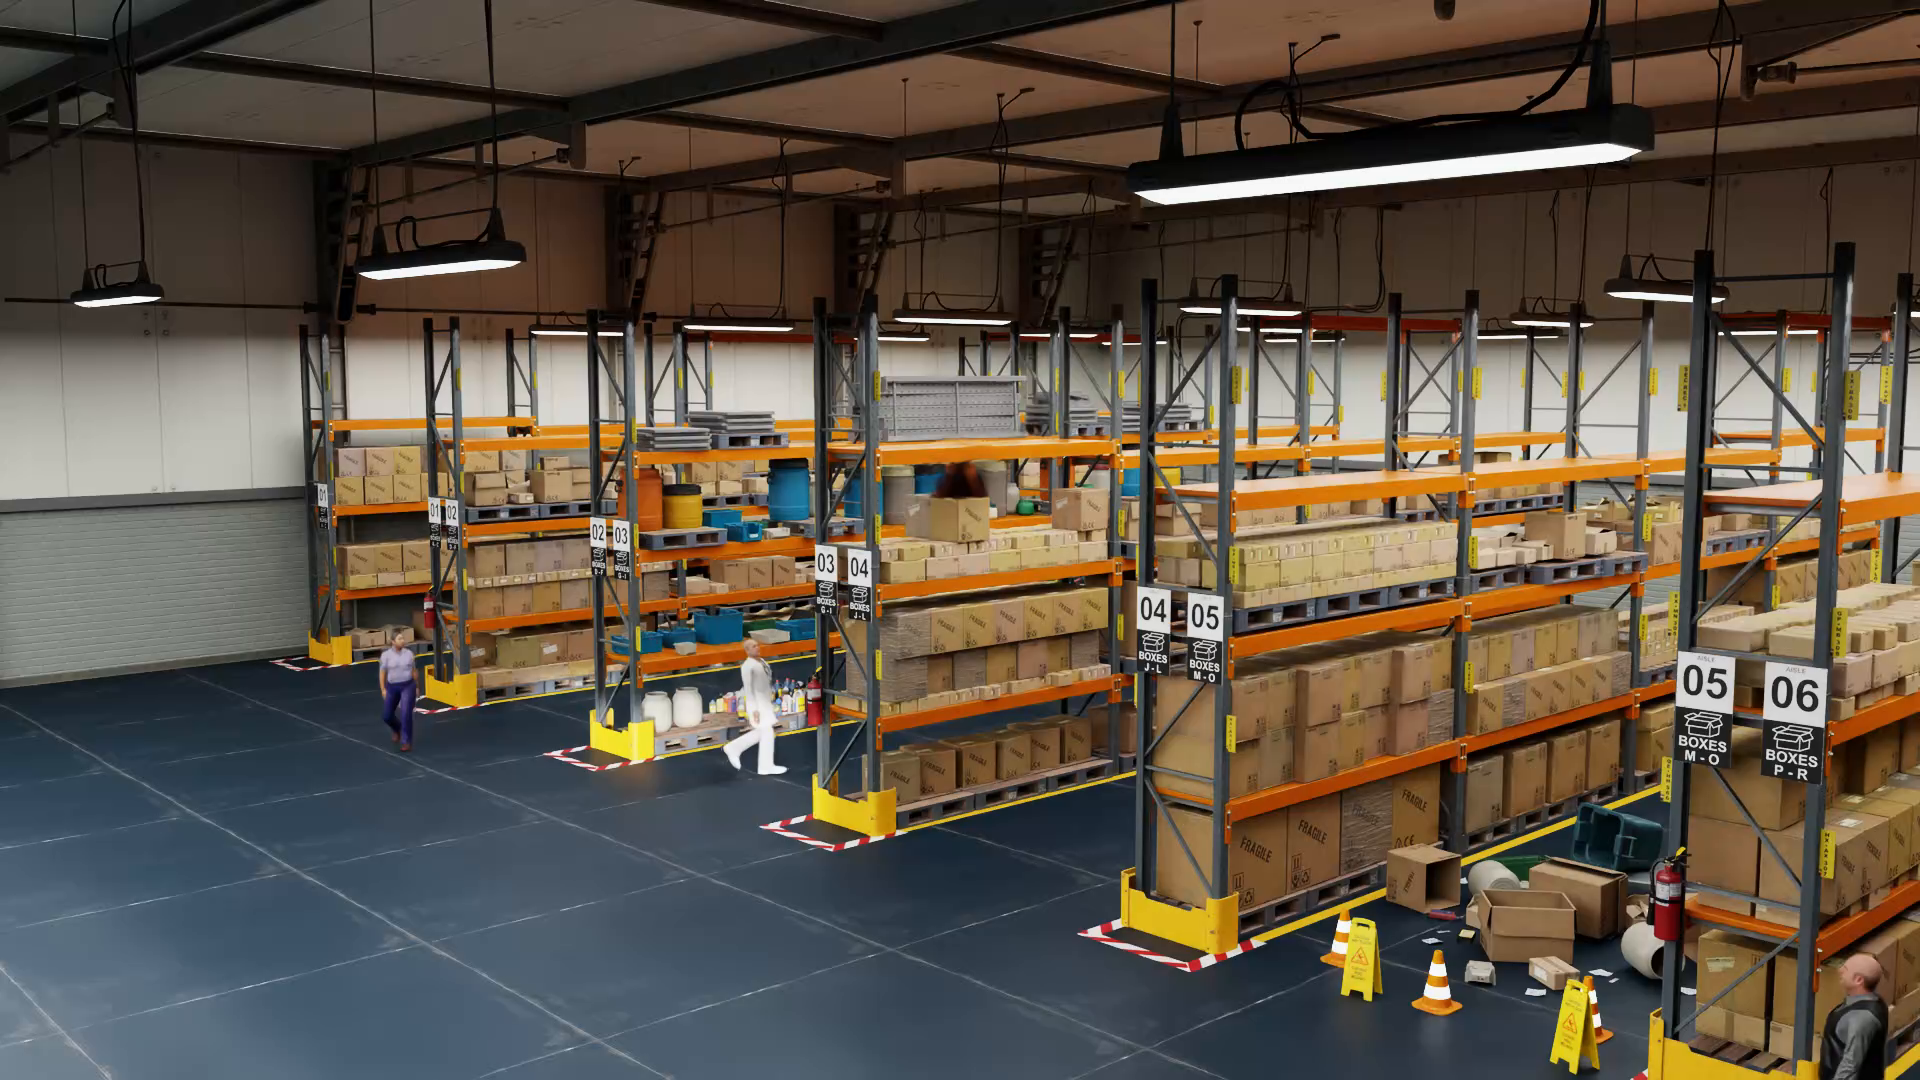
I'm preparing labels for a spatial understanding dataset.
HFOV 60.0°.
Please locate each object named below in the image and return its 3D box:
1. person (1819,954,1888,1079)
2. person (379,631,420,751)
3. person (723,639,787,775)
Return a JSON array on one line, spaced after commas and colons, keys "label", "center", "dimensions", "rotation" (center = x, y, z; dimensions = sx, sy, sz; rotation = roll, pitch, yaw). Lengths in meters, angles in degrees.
[{"label": "person", "center": [5.373, 3.319, 9.966], "dimensions": [0.945, 1.697, 0.525], "rotation": [2, 6, 23]}, {"label": "person", "center": [-7.674, 2.049, 22.828], "dimensions": [0.524, 1.624, 0.530], "rotation": [-1, 6, -6]}, {"label": "person", "center": [-2.630, 2.135, 21.290], "dimensions": [0.804, 1.750, 0.550], "rotation": [-1, 6, -13]}]
